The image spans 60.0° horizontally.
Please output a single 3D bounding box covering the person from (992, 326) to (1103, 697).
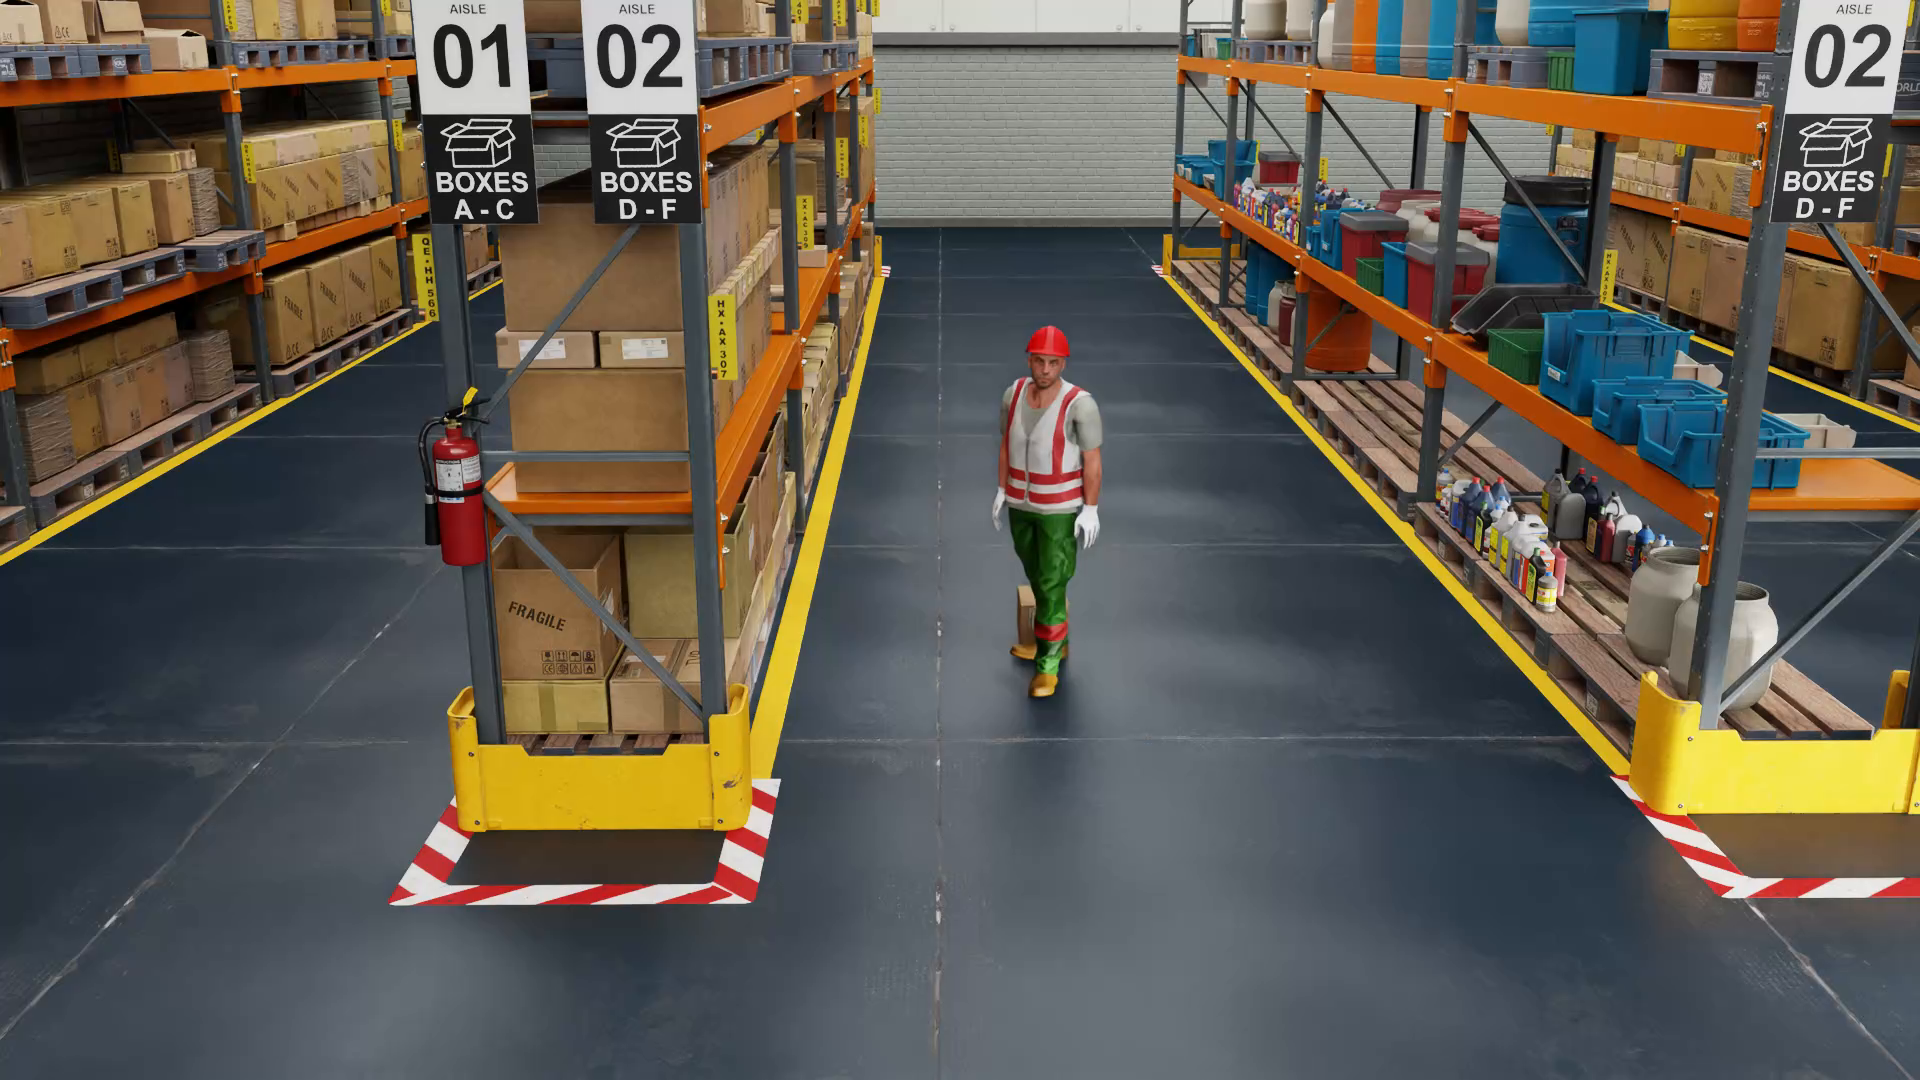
[{"bbox_3d":[0.421,-0.166,8.053,0.563,1.783,0.576,13,21,36],"label":"person"}]
